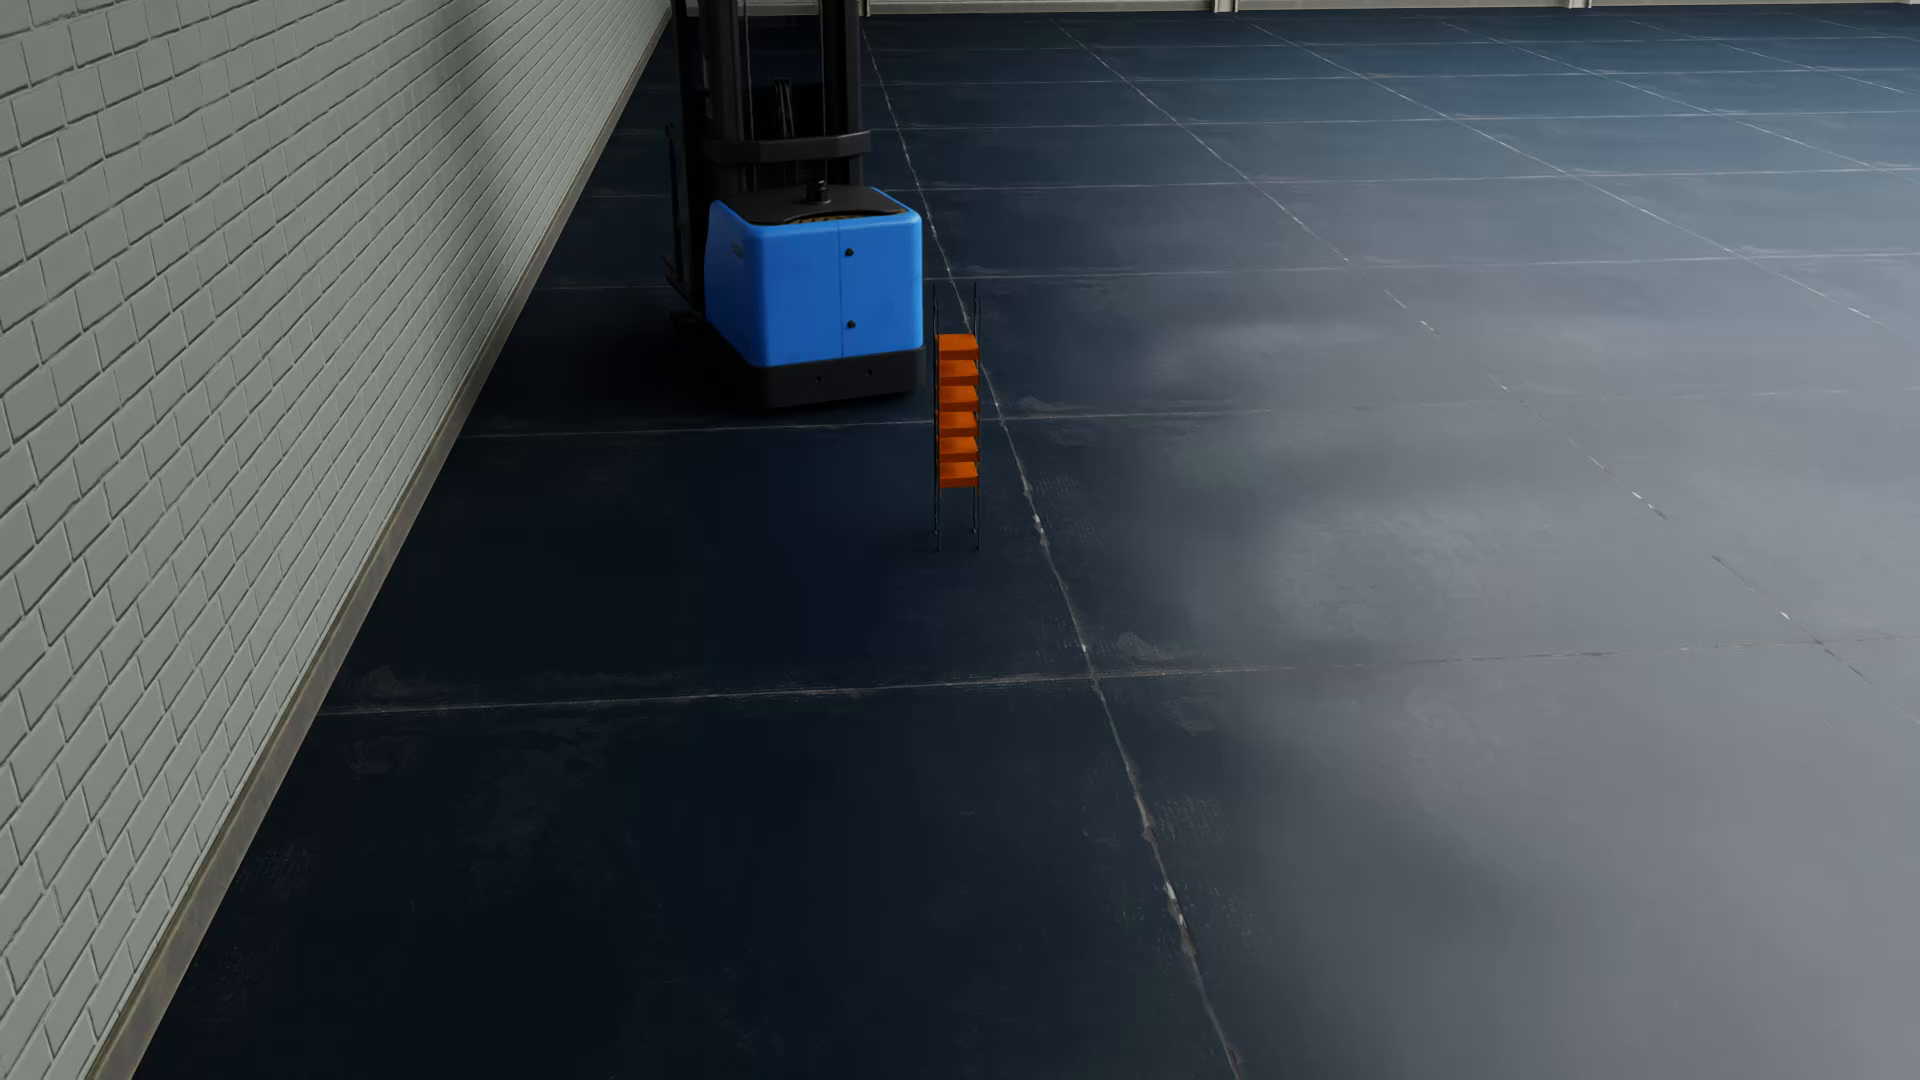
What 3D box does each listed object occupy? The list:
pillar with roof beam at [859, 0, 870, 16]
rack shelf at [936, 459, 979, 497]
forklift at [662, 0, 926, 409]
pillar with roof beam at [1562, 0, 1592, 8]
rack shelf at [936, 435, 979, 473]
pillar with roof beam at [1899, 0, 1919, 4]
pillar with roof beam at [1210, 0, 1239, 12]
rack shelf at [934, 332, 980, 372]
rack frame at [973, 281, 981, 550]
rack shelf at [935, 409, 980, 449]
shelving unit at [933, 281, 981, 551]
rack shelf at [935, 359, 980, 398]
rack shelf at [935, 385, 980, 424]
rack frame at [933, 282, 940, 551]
[{"bbox_3d":[-1.227,-10.799,20.967,0.400,9.000,9.100,-2,24,-5],"label":"pillar with roof beam"},{"bbox_3d":[-0.014,-0.288,7.621,0.180,0.103,0.258,-2,24,-5],"label":"rack shelf"},{"bbox_3d":[-1.220,-2.634,10.068,1.130,2.935,3.031,-9,26,-20],"label":"forklift"},{"bbox_3d":[10.715,-11.278,22.045,0.400,9.000,9.100,-2,24,-5],"label":"pillar with roof beam"},{"bbox_3d":[-0.014,-0.397,7.572,0.180,0.103,0.258,-2,24,-5],"label":"rack shelf"},{"bbox_3d":[16.686,-11.518,22.584,0.400,9.000,9.100,-2,24,-5],"label":"pillar with roof beam"},{"bbox_3d":[4.744,-11.039,21.506,0.400,9.000,9.100,-2,24,-5],"label":"pillar with roof beam"},{"bbox_3d":[-0.014,-0.836,7.377,0.180,0.103,0.258,-2,24,-5],"label":"rack shelf"},{"bbox_3d":[0.077,-0.551,7.513,0.006,1.200,0.240,-2,24,-5],"label":"rack frame"},{"bbox_3d":[-0.014,-0.507,7.523,0.180,0.103,0.258,-2,24,-5],"label":"rack shelf"},{"bbox_3d":[-0.014,-0.548,7.505,0.189,1.200,0.258,-2,24,-5],"label":"shelving unit"},{"bbox_3d":[-0.014,-0.726,7.426,0.180,0.103,0.258,-2,24,-5],"label":"rack shelf"},{"bbox_3d":[-0.014,-0.617,7.474,0.180,0.103,0.258,-2,24,-5],"label":"rack shelf"},{"bbox_3d":[-0.105,-0.544,7.497,0.006,1.200,0.240,-2,24,-5],"label":"rack frame"}]
